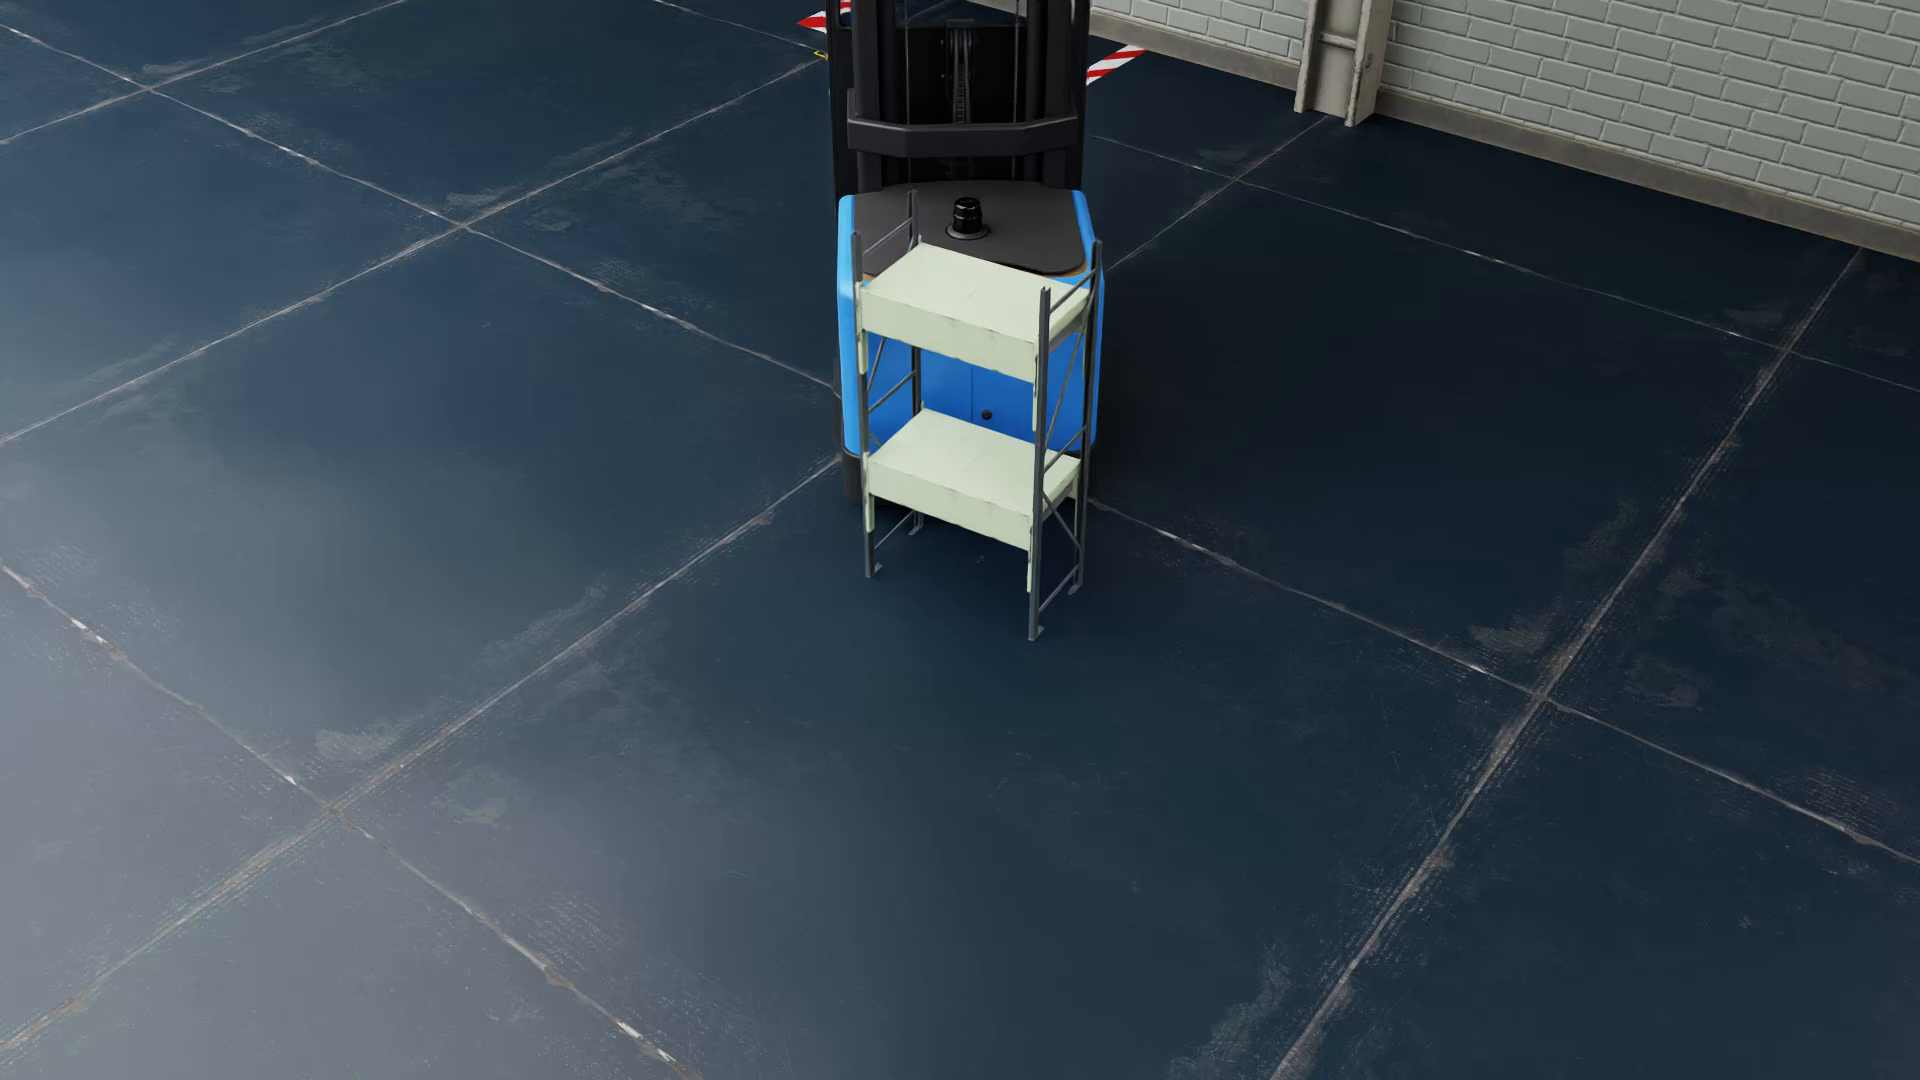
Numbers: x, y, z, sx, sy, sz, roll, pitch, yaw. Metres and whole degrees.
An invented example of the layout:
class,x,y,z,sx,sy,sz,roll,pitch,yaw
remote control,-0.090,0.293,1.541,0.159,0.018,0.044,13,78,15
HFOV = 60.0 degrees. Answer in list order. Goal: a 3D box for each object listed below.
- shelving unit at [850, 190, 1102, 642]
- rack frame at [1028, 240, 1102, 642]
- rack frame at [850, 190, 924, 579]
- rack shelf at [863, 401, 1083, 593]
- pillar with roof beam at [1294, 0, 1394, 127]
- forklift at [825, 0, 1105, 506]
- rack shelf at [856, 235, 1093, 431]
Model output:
class,x,y,z,sx,sy,sz,roll,pitch,yaw
shelving unit,0.054,-0.430,6.083,0.755,1.500,0.431,20,42,24
rack frame,0.369,-0.315,5.936,0.023,1.500,0.400,20,42,24
rack frame,-0.261,-0.546,6.230,0.023,1.500,0.400,20,42,24
rack shelf,0.054,-0.174,6.284,0.720,0.370,0.431,20,42,24
pillar with roof beam,-0.346,-4.038,4.608,0.400,9.000,9.100,25,45,29
forklift,-0.022,-2.180,7.157,1.130,2.935,3.031,-2,38,-2
rack shelf,0.054,-0.738,5.843,0.720,0.370,0.431,20,42,24
